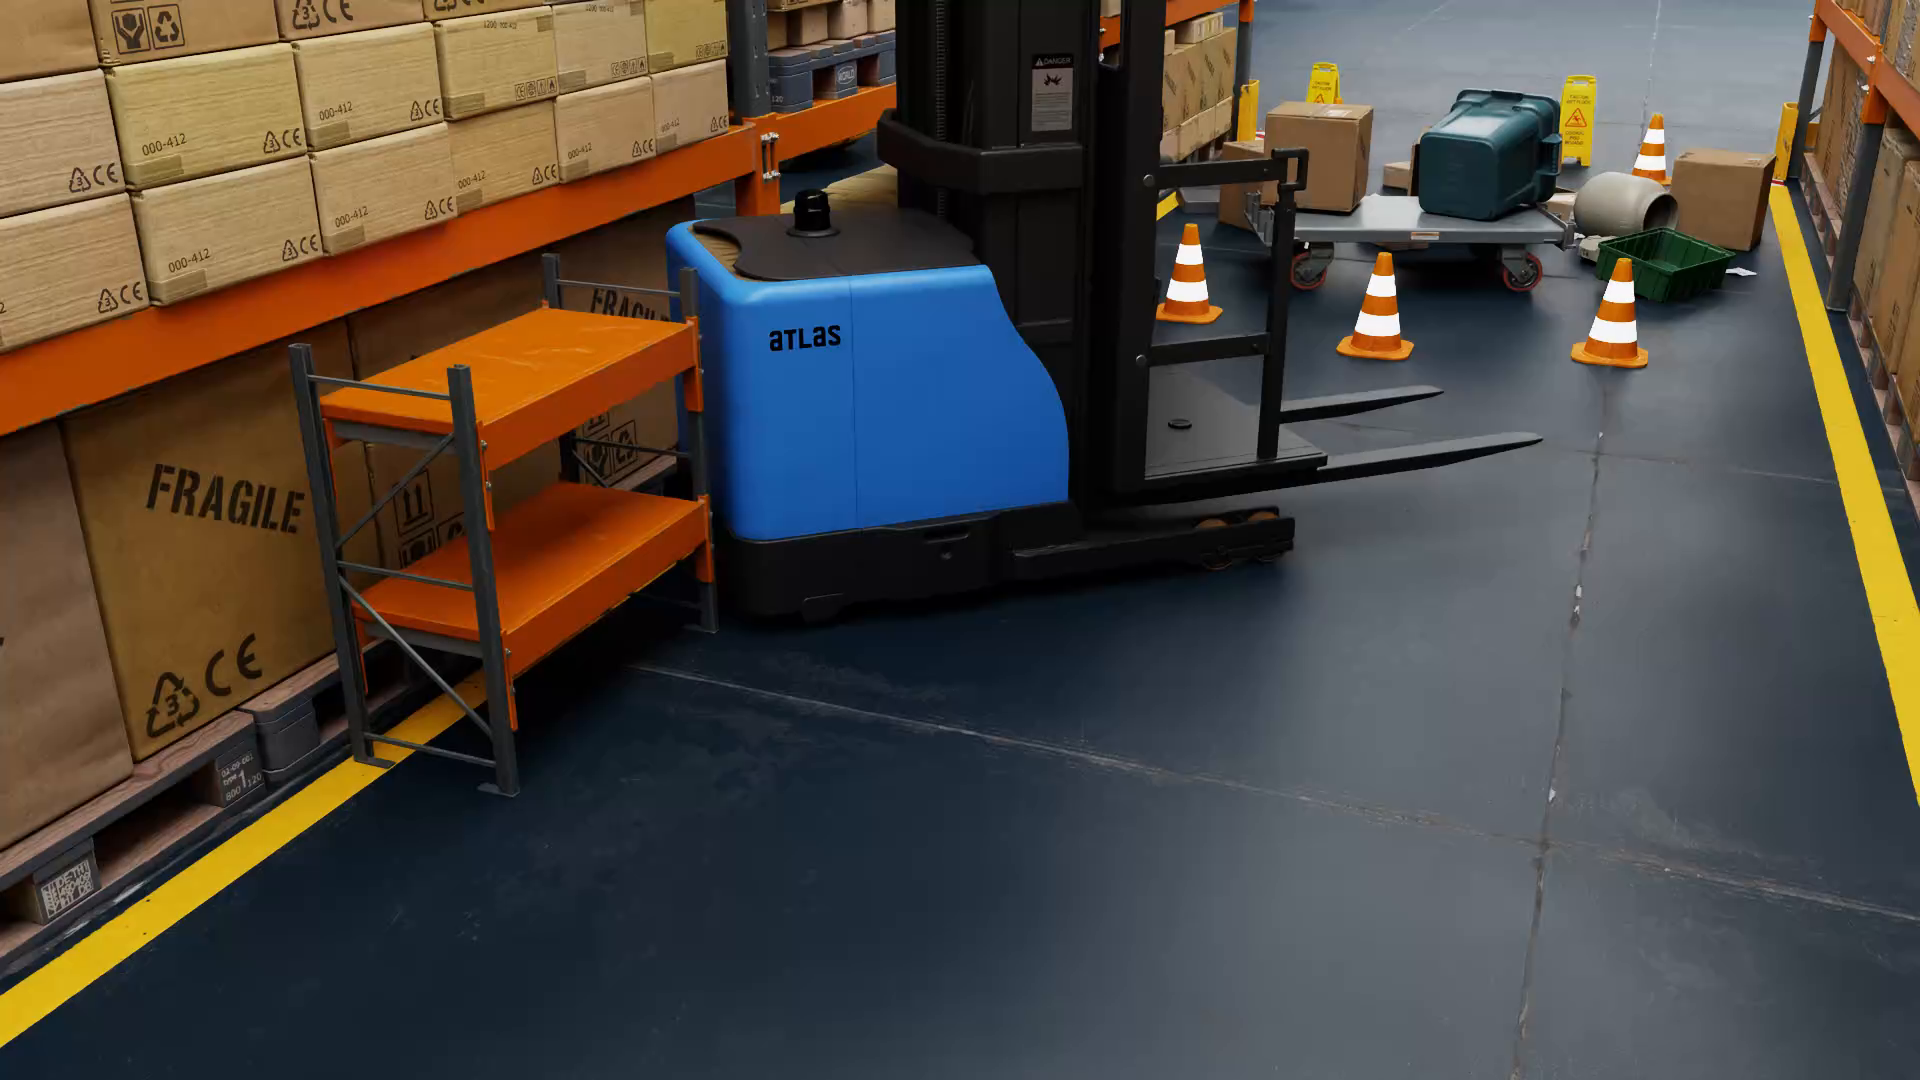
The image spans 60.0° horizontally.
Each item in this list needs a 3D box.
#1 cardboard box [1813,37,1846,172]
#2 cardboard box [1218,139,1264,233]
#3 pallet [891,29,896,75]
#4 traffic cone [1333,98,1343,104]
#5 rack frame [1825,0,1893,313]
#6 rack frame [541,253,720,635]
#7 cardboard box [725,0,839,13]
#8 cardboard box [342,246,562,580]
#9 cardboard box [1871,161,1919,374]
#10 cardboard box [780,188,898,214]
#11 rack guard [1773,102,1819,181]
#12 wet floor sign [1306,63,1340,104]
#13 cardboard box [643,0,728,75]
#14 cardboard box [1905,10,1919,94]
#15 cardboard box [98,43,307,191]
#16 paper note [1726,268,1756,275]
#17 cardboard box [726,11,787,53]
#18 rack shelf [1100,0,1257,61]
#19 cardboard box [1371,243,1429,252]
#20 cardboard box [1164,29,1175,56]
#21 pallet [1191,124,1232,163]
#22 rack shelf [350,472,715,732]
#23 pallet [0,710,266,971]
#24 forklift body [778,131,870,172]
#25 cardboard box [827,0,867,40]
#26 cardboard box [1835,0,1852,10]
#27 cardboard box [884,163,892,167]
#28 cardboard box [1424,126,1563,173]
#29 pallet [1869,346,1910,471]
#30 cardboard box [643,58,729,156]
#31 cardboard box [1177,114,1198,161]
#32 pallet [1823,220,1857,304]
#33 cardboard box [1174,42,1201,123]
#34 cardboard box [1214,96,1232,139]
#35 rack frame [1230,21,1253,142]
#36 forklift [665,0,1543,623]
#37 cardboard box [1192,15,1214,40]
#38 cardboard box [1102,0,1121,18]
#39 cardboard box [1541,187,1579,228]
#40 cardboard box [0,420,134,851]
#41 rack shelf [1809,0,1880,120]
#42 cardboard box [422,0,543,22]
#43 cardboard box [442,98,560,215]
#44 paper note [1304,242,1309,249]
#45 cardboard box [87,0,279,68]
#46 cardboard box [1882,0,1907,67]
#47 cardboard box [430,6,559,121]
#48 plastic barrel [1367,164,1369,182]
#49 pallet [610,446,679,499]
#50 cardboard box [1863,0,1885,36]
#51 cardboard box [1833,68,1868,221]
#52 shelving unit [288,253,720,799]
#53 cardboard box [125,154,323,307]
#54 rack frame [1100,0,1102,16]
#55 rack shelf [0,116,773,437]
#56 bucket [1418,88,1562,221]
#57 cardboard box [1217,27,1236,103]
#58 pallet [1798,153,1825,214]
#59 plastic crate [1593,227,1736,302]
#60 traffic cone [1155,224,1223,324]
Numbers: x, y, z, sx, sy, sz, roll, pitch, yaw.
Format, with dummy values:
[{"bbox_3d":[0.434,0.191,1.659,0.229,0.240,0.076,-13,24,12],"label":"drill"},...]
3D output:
[{"bbox_3d":[6.247,-2.904,11.022,0.875,0.875,0.875,9,24,20],"label":"cardboard box"},{"bbox_3d":[1.980,-2.220,10.413,0.500,0.500,0.500,-12,25,-26],"label":"cardboard box"},{"bbox_3d":[-0.470,-2.378,7.800,1.003,0.211,1.213,9,24,20],"label":"pallet"},{"bbox_3d":[2.842,-3.106,12.585,0.336,0.463,0.334,9,24,20],"label":"traffic cone"},{"bbox_3d":[4.952,-2.511,7.870,1.000,3.000,0.127,9,24,20],"label":"rack frame"},{"bbox_3d":[-0.973,-0.272,4.941,0.500,1.125,0.032,9,24,20],"label":"rack frame"},{"bbox_3d":[-0.785,-2.257,6.202,0.500,0.500,0.500,8,24,19],"label":"cardboard box"},{"bbox_3d":[-1.836,-0.412,5.056,0.875,0.875,0.875,9,24,21],"label":"cardboard box"},{"bbox_3d":[4.443,-1.087,6.835,1.050,0.750,0.750,9,24,20],"label":"cardboard box"},{"bbox_3d":[-0.395,-1.470,8.242,0.950,0.372,0.625,10,25,22],"label":"cardboard box"},{"bbox_3d":[6.447,-2.798,11.799,1.175,0.500,0.348,9,24,20],"label":"rack guard"},{"bbox_3d":[2.868,-3.443,13.157,0.267,0.644,0.232,19,29,38],"label":"wet floor sign"},{"bbox_3d":[-1.111,-1.704,5.484,0.500,0.250,0.500,9,24,20],"label":"cardboard box"},{"bbox_3d":[4.132,-2.048,6.632,0.500,0.500,0.500,9,24,20],"label":"cardboard box"},{"bbox_3d":[-1.848,-0.967,3.719,0.500,0.250,0.500,9,24,21],"label":"cardboard box"},{"bbox_3d":[4.361,-1.512,9.328,0.147,0.020,0.142,-7,24,-17],"label":"paper note"},{"bbox_3d":[-0.874,-1.920,6.235,0.380,0.149,0.250,7,24,17],"label":"cardboard box"},{"bbox_3d":[1.061,-3.567,11.332,1.077,0.370,4.000,9,24,20],"label":"rack shelf"},{"bbox_3d":[2.614,-1.906,9.969,0.258,0.266,0.396,-7,24,-17],"label":"cardboard box"},{"bbox_3d":[1.177,-3.244,10.831,0.380,0.149,0.250,10,25,23],"label":"cardboard box"},{"bbox_3d":[1.442,-3.015,12.695,1.003,0.211,1.213,9,24,20],"label":"pallet"},{"bbox_3d":[-1.162,0.136,4.600,0.538,0.278,1.000,9,24,20],"label":"rack shelf"},{"bbox_3d":[-2.436,0.679,3.851,1.003,0.211,1.213,9,24,20],"label":"pallet"},{"bbox_3d":[-1.816,-3.993,12.519,2.313,2.155,1.214,9,24,20],"label":"forklift body"},{"bbox_3d":[-0.593,-2.107,6.685,0.380,0.149,0.250,7,24,17],"label":"cardboard box"},{"bbox_3d":[5.833,-3.490,10.019,0.875,0.550,0.550,9,24,20],"label":"cardboard box"},{"bbox_3d":[0.126,-1.977,9.455,0.950,0.372,0.625,9,24,21],"label":"cardboard box"},{"bbox_3d":[3.502,-2.472,11.015,0.797,0.503,0.637,-7,24,-17],"label":"cardboard box"},{"bbox_3d":[4.284,-0.499,6.672,1.003,0.211,1.213,9,24,20],"label":"pallet"},{"bbox_3d":[-1.114,-1.465,5.560,0.500,0.250,0.500,8,24,18],"label":"cardboard box"},{"bbox_3d":[1.365,-2.840,11.680,0.500,0.250,0.500,8,24,18],"label":"cardboard box"},{"bbox_3d":[5.307,-1.485,9.032,1.003,0.211,1.213,9,24,20],"label":"pallet"},{"bbox_3d":[1.364,-3.195,11.557,0.500,0.500,0.500,8,24,19],"label":"cardboard box"},{"bbox_3d":[1.745,-3.204,12.551,0.500,0.250,0.500,9,24,20],"label":"cardboard box"},{"bbox_3d":[1.804,-4.615,12.907,1.000,3.000,0.127,9,24,20],"label":"rack frame"},{"bbox_3d":[0.590,-1.436,5.384,3.031,2.935,1.130,-8,24,-18],"label":"forklift"},{"bbox_3d":[1.579,-3.631,11.759,0.380,0.149,0.250,9,24,21],"label":"cardboard box"},{"bbox_3d":[0.733,-3.134,9.688,0.380,0.149,0.250,9,24,20],"label":"cardboard box"},{"bbox_3d":[3.880,-2.128,10.501,0.396,0.266,0.258,13,26,29],"label":"cardboard box"},{"bbox_3d":[-2.497,0.233,3.513,0.875,0.875,0.875,10,25,22],"label":"cardboard box"},{"bbox_3d":[5.695,-2.895,9.722,1.077,0.370,4.000,9,24,20],"label":"rack shelf"},{"bbox_3d":[-1.490,-1.676,4.443,0.500,0.500,0.500,9,24,20],"label":"cardboard box"},{"bbox_3d":[-1.491,-1.102,4.691,0.500,0.250,0.500,9,24,20],"label":"cardboard box"},{"bbox_3d":[2.099,-1.759,9.921,0.148,0.019,0.142,9,24,20],"label":"paper note"},{"bbox_3d":[-1.871,-1.310,3.567,0.500,0.500,0.500,8,24,19],"label":"cardboard box"},{"bbox_3d":[4.507,-2.408,7.492,0.500,0.500,0.500,9,24,21],"label":"cardboard box"},{"bbox_3d":[-1.470,-1.334,4.597,0.500,0.250,0.500,8,24,19],"label":"cardboard box"},{"bbox_3d":[2.443,-2.470,11.115,0.421,0.421,0.512,-12,25,-26],"label":"plastic barrel"},{"bbox_3d":[-1.530,-0.194,5.941,1.003,0.211,1.213,9,24,20],"label":"pallet"},{"bbox_3d":[5.261,-2.914,8.640,0.875,0.550,0.550,9,24,20],"label":"cardboard box"},{"bbox_3d":[5.582,-2.263,9.487,0.875,0.875,0.875,9,24,20],"label":"cardboard box"},{"bbox_3d":[-1.162,-0.090,4.506,0.538,1.125,1.048,9,24,20],"label":"shelving unit"},{"bbox_3d":[-1.849,-0.738,3.819,0.500,0.250,0.500,9,24,20],"label":"cardboard box"},{"bbox_3d":[0.319,-3.184,9.480,1.000,3.000,0.127,9,24,20],"label":"rack frame"},{"bbox_3d":[-1.910,-0.705,4.478,1.077,0.370,4.000,9,24,20],"label":"rack shelf"},{"bbox_3d":[2.862,-2.081,9.115,0.726,0.611,0.620,19,39,38],"label":"bucket"},{"bbox_3d":[1.749,-3.562,12.436,0.500,0.500,0.500,9,24,20],"label":"cardboard box"},{"bbox_3d":[6.213,-2.358,11.122,1.003,0.211,1.213,9,24,20],"label":"pallet"},{"bbox_3d":[3.800,-1.490,8.999,0.662,0.188,0.450,-17,38,-35],"label":"plastic crate"},{"bbox_3d":[1.158,-1.369,8.427,0.336,0.463,0.334,9,24,20],"label":"traffic cone"}]
